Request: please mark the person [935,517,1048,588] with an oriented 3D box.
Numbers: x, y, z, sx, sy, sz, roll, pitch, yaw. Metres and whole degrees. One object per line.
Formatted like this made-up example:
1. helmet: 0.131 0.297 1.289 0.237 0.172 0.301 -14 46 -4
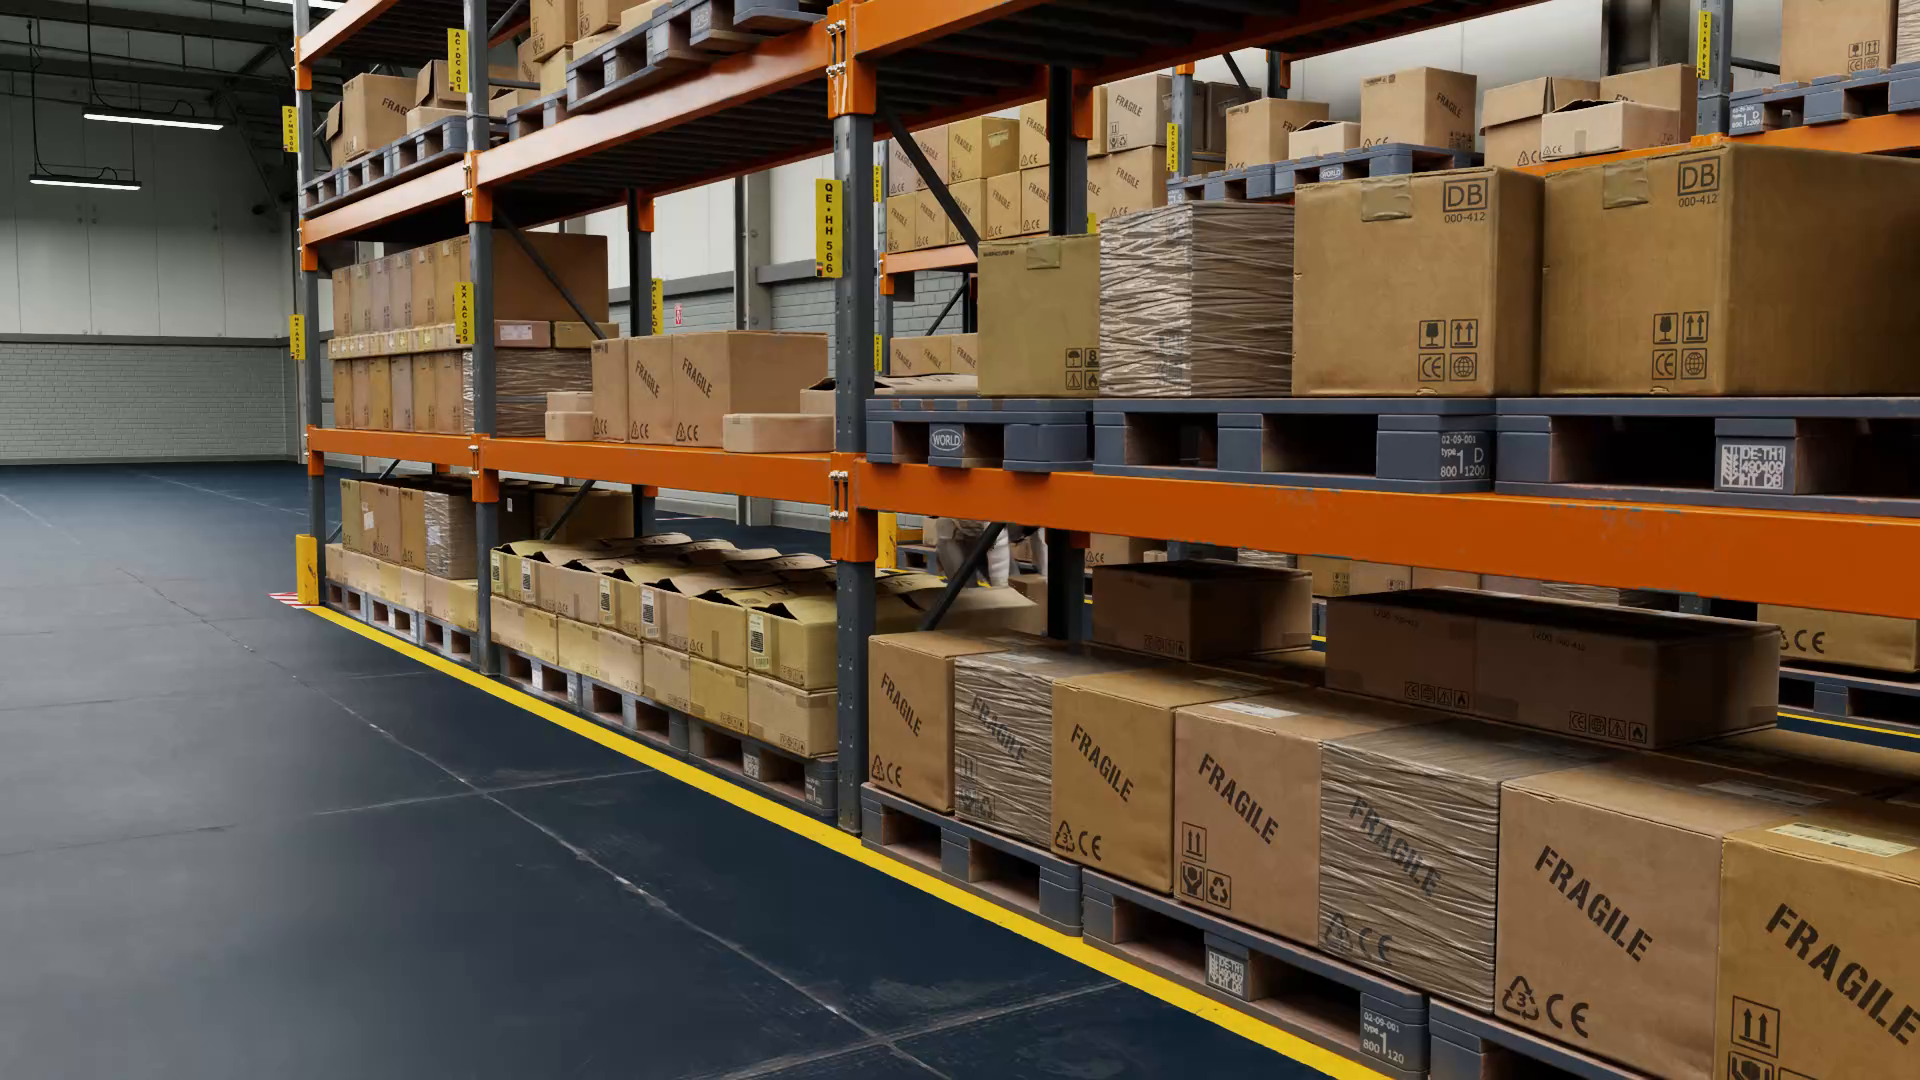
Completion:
1. person: 0.228 0.207 8.471 0.432 1.190 0.908 -3 6 -36
